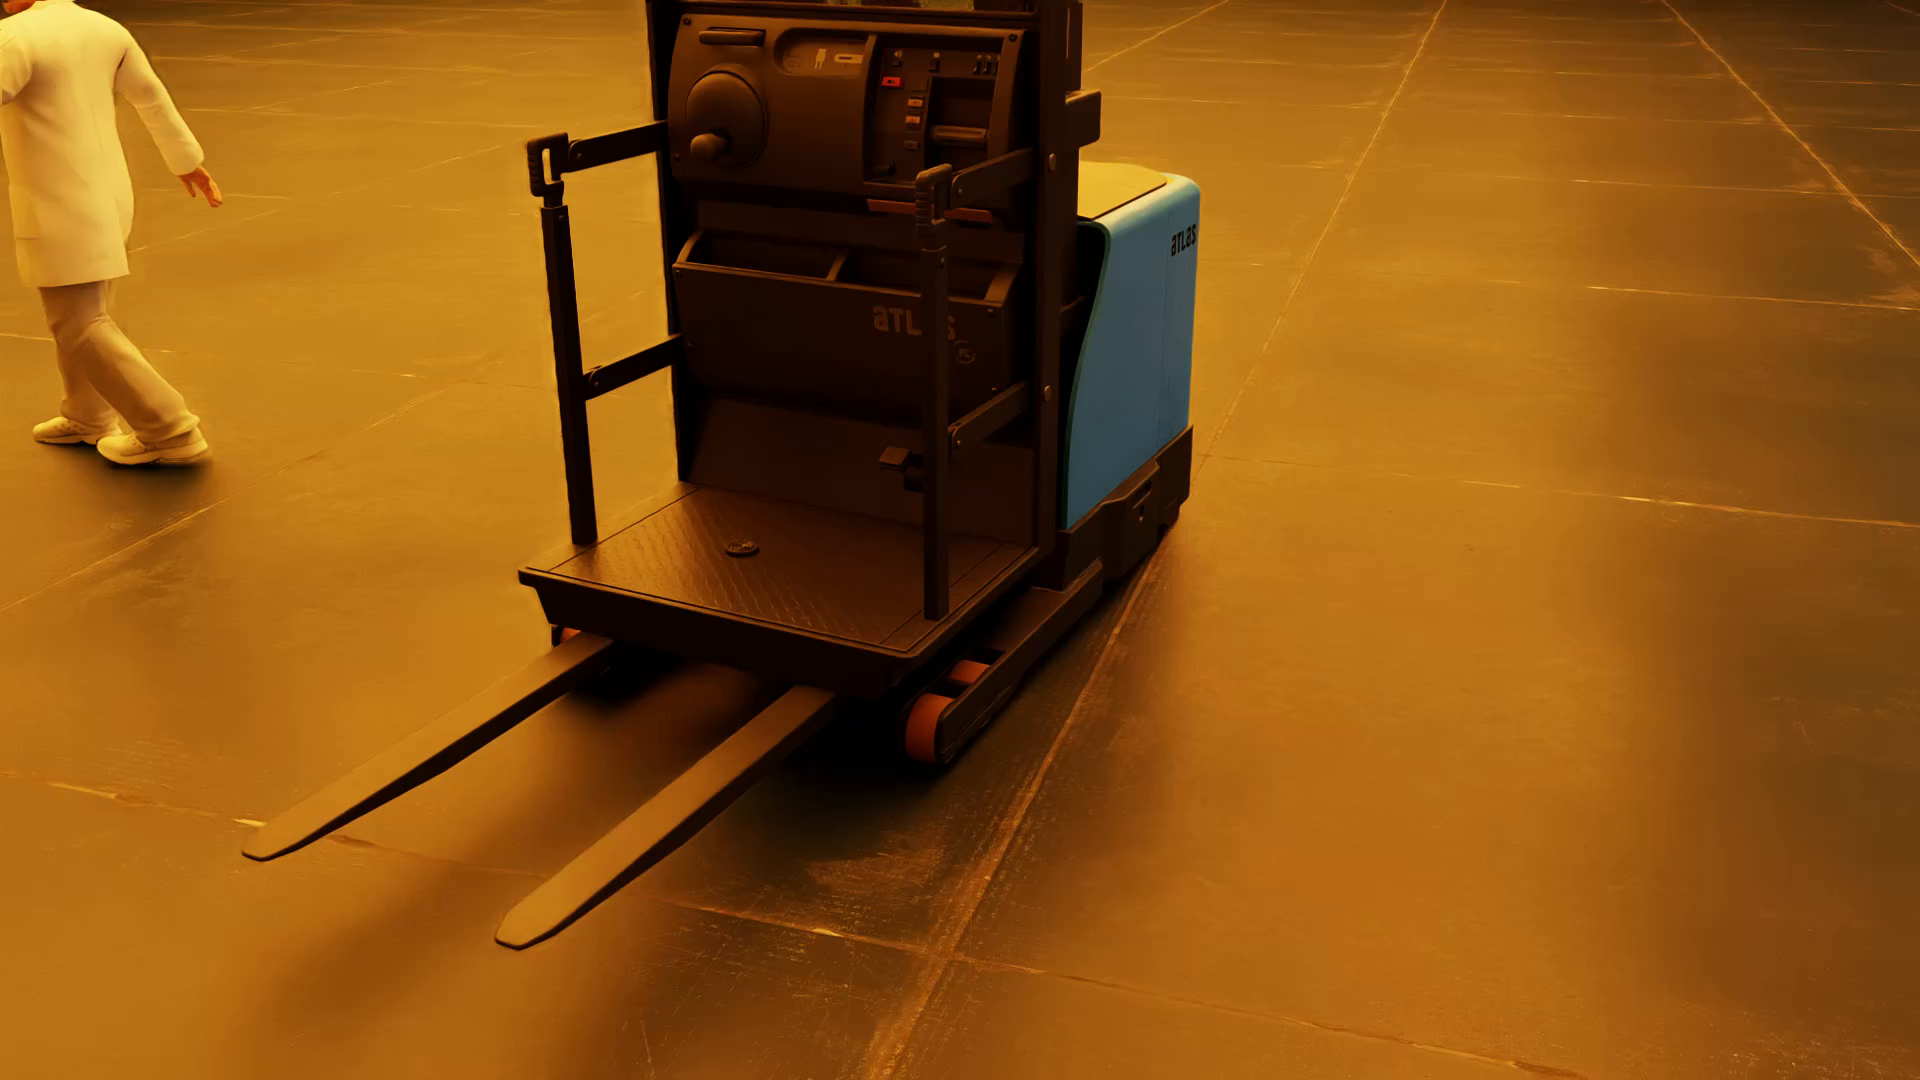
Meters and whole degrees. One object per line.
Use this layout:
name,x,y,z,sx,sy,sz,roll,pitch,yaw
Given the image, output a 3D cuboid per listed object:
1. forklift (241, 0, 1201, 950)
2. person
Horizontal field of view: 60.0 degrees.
forklift,-0.379,-1.024,3.760,1.130,2.935,3.031,11,25,24
person,-2.985,-1.123,5.568,0.824,1.759,1.016,3,23,8
